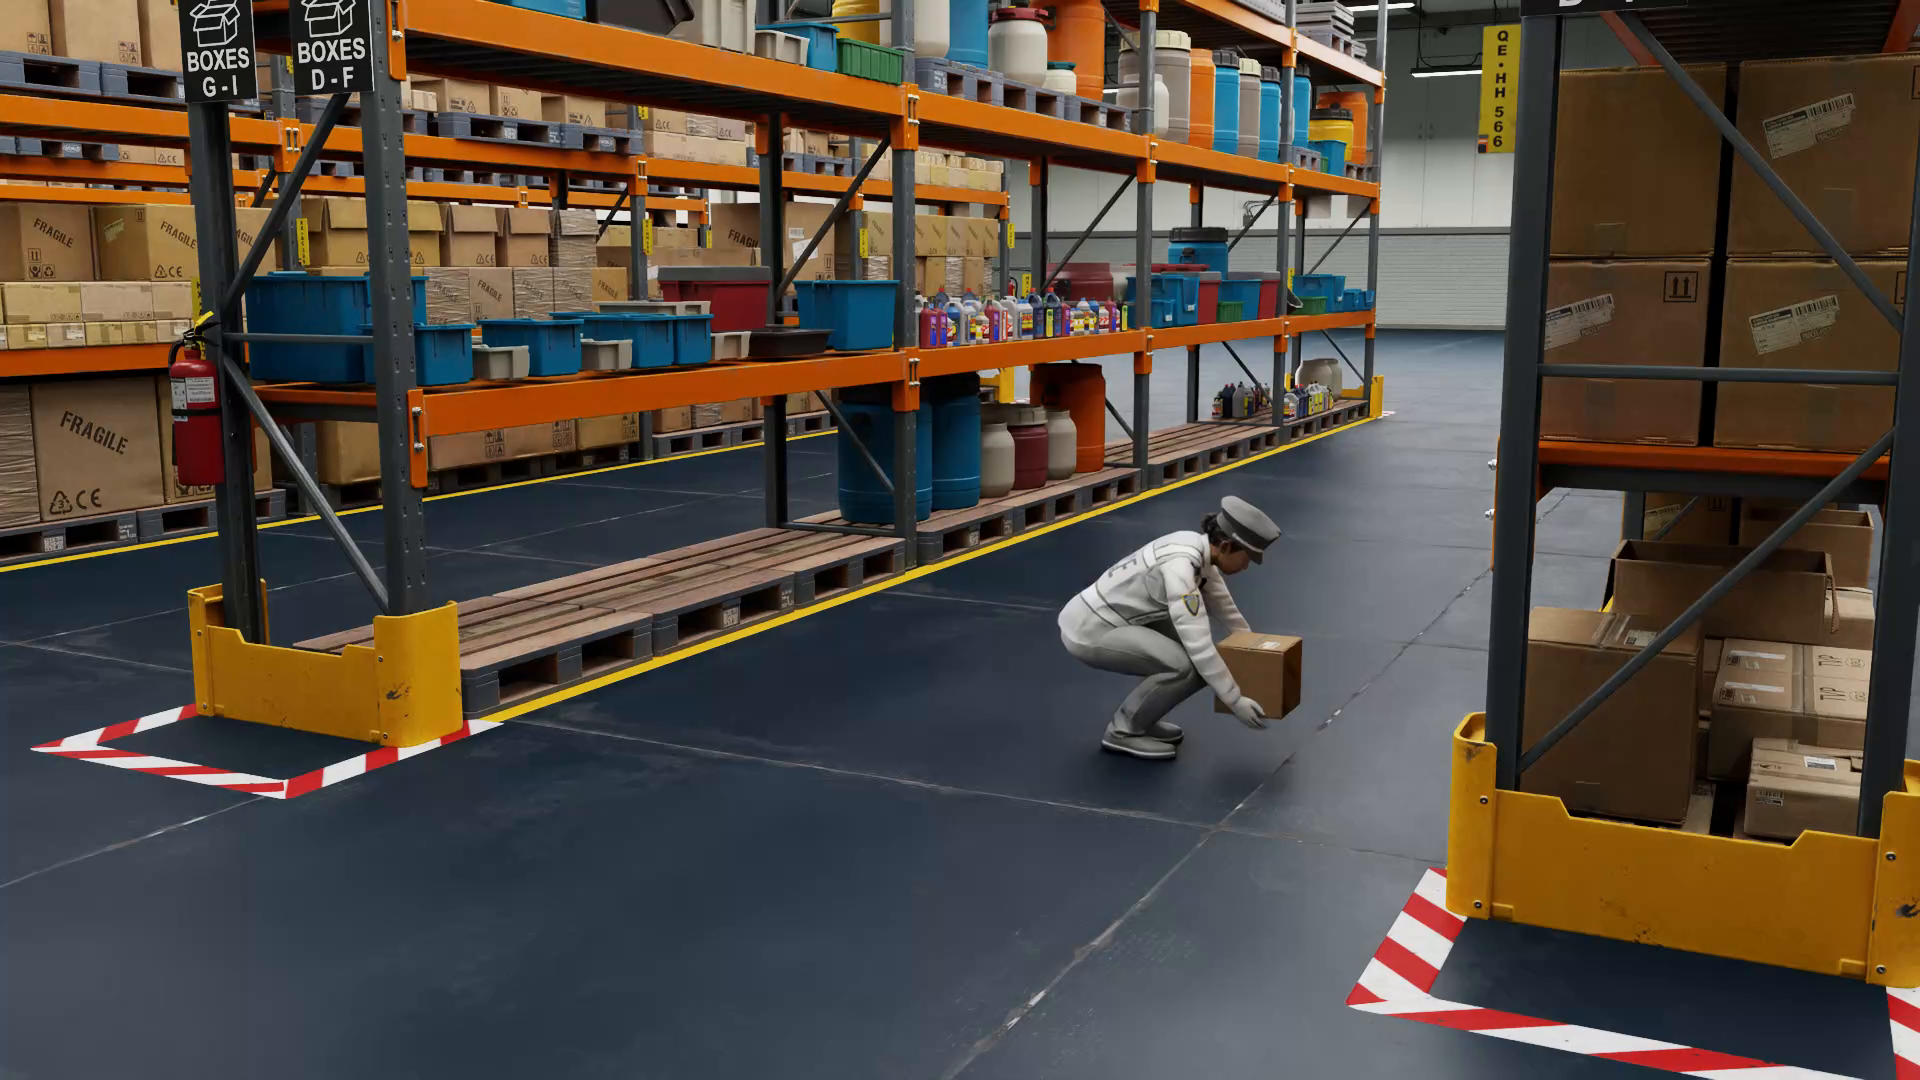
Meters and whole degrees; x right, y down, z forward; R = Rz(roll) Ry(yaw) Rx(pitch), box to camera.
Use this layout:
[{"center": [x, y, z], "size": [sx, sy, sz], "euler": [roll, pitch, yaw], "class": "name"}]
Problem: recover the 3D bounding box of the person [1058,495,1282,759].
[{"center": [0.780, 0.313, 6.160], "size": [0.823, 0.964, 0.496], "euler": [5, 10, 26], "class": "person"}]
